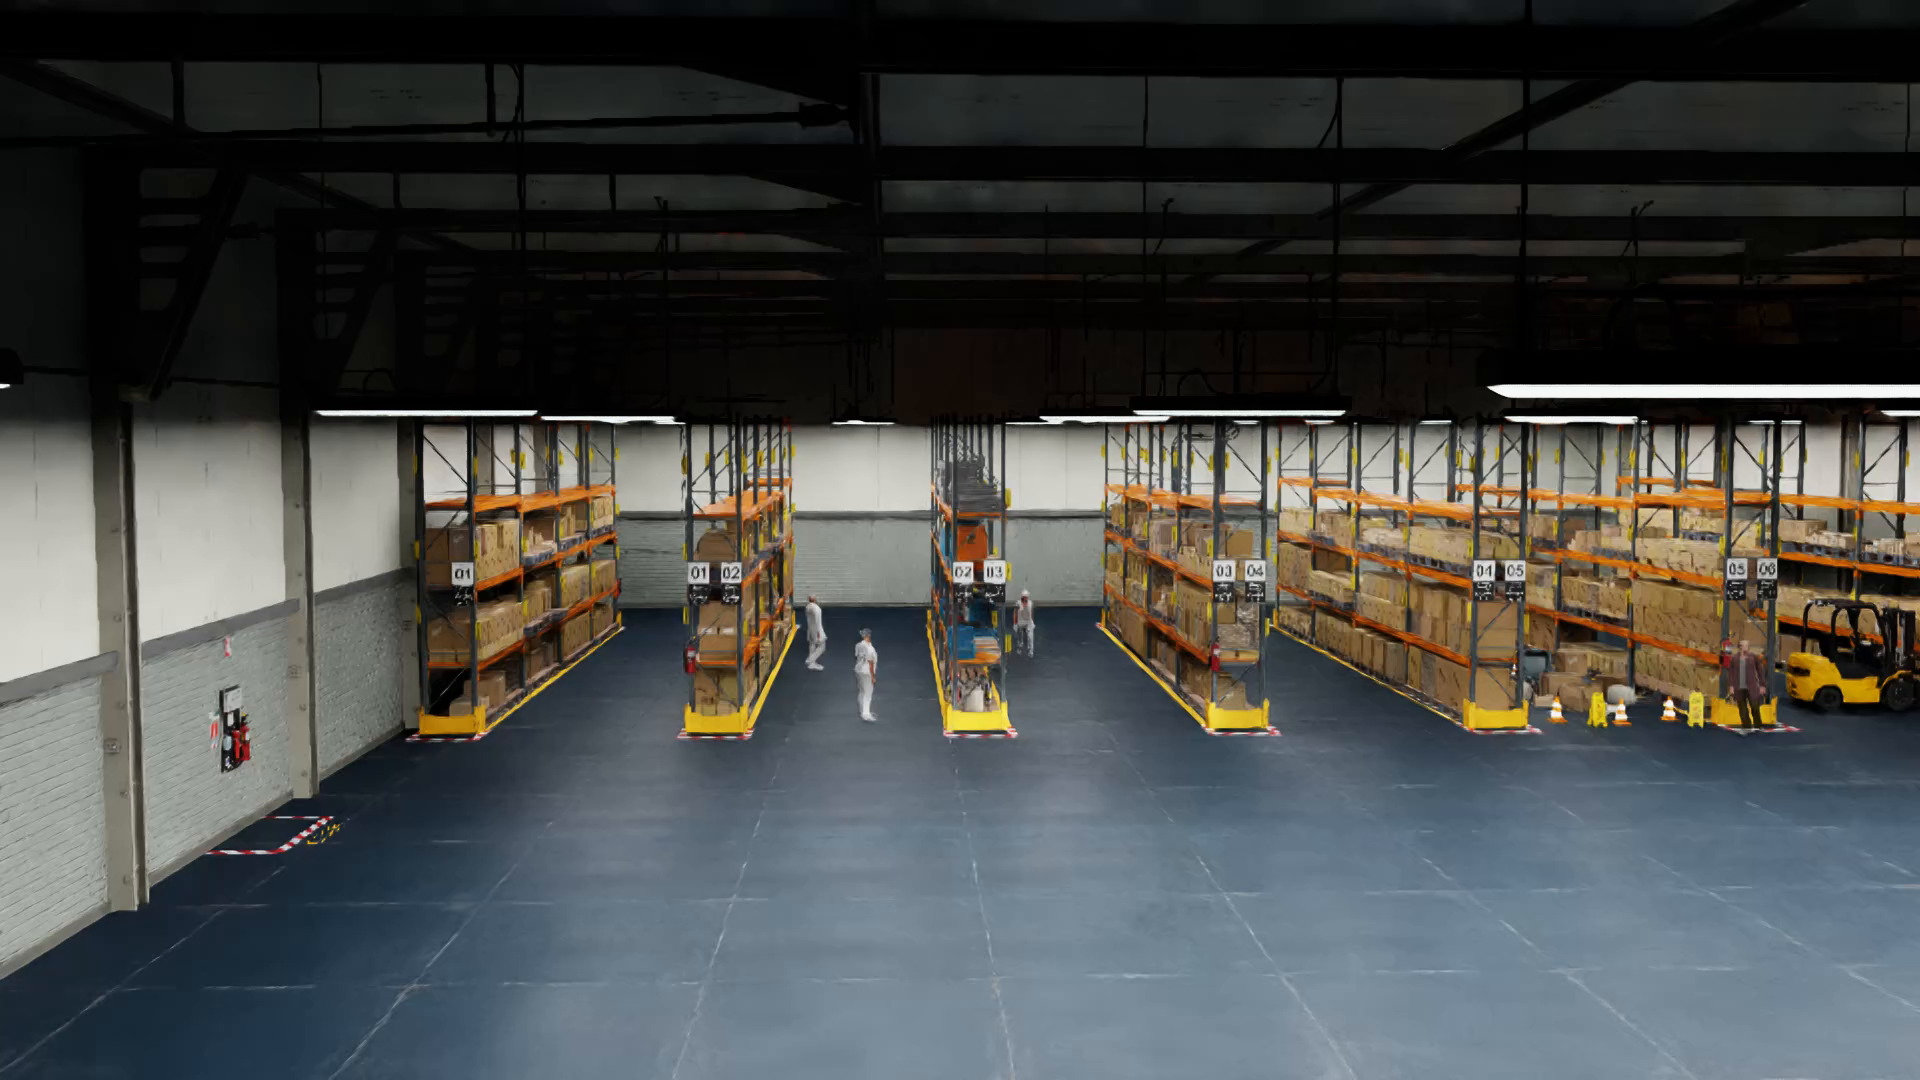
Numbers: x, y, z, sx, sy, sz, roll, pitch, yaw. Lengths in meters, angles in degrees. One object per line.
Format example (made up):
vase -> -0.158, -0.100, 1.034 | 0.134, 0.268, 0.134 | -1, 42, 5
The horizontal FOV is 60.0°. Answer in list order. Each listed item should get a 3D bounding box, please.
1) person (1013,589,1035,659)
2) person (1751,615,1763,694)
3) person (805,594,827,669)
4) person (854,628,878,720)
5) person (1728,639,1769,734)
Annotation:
person -> 1.588, 2.061, 41.039 | 0.557, 1.708, 1.125 | 0, 4, -4
person -> 16.988, 2.449, 35.672 | 0.455, 1.677, 0.525 | 2, 4, 27
person -> -3.438, 2.163, 39.257 | 0.516, 1.773, 0.624 | -2, 4, -30
person -> -1.814, 2.616, 32.585 | 0.476, 1.758, 0.593 | -2, 5, -33
person -> 14.668, 2.731, 30.926 | 0.695, 1.767, 0.498 | 3, 5, 40
